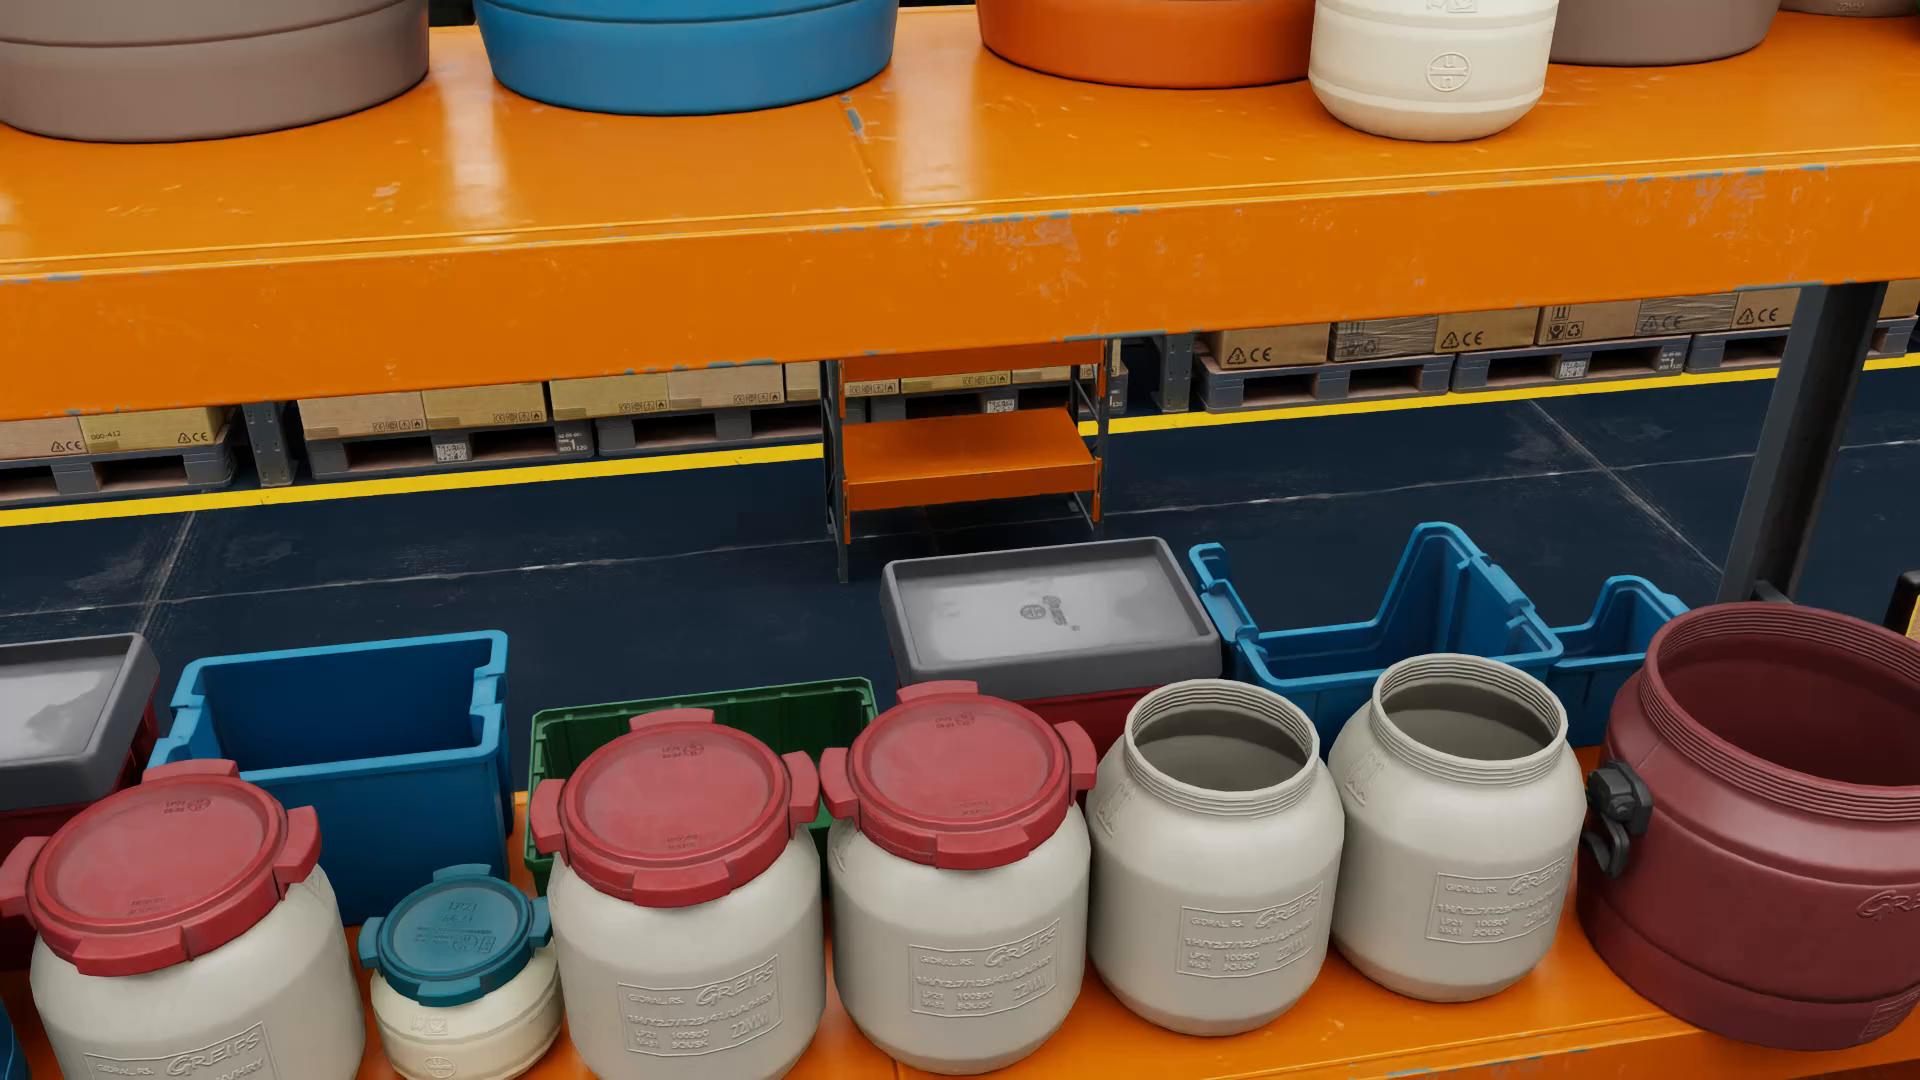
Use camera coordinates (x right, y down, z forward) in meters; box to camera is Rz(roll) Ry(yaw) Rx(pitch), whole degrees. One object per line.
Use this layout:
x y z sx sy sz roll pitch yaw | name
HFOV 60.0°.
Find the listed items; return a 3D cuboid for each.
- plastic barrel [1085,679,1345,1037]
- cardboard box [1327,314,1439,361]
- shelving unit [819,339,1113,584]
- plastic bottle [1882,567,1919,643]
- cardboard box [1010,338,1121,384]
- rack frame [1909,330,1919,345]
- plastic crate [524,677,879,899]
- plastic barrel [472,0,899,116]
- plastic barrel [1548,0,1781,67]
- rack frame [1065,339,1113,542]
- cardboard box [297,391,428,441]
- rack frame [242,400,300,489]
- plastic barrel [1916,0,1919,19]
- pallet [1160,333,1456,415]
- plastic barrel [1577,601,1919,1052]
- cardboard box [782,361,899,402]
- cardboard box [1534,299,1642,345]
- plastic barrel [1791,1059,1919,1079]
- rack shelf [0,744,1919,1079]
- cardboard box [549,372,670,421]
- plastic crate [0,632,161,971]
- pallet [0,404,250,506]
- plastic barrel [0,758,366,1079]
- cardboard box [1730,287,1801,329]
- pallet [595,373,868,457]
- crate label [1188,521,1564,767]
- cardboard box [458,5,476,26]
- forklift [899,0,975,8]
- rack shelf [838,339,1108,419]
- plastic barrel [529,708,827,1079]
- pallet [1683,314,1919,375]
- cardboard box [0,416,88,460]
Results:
0.417 0.530 2.778 0.421 0.512 0.421 0 30 0 | plastic barrel
1.929 -1.192 7.850 0.500 0.500 0.500 -6 31 -11 | cardboard box
0.007 -0.486 6.466 1.048 1.125 0.538 -5 31 -9 | shelving unit
2.126 0.140 3.667 0.133 0.283 0.061 -5 31 -9 | plastic bottle
0.442 -0.956 7.715 0.500 0.250 0.500 -5 31 -8 | cardboard box
4.851 -2.495 8.034 0.127 3.000 1.000 -5 31 -9 | rack frame
-0.468 0.497 3.155 0.662 0.188 0.450 -5 31 -9 | plastic crate
-0.382 -1.078 2.170 0.708 0.901 0.600 -5 31 -9 | plastic barrel
0.958 -1.203 2.382 0.600 0.901 0.600 0 30 0 | plastic barrel
0.507 -0.532 6.545 0.032 1.125 0.500 -5 31 -9 | rack frame
-2.577 -0.674 7.235 0.500 0.250 0.500 -6 31 -10 | cardboard box
-3.019 -1.765 6.792 0.127 3.000 1.000 -5 31 -9 | rack frame
1.571 -0.838 2.410 0.294 0.245 0.294 0 30 0 | plastic barrel
1.657 -0.977 8.204 1.213 0.211 1.003 -5 31 -9 | pallet
1.403 0.475 2.849 0.708 0.536 0.600 -5 31 -9 | plastic barrel
-0.559 -0.863 7.557 0.500 0.250 0.500 -5 31 -8 | cardboard box
2.936 -1.285 8.009 0.500 0.500 0.500 -6 31 -11 | cardboard box
2.283 1.041 3.747 0.708 0.830 0.600 -5 31 -9 | plastic barrel
-0.163 0.833 3.085 4.000 0.370 1.077 -5 31 -9 | rack shelf
-1.565 -0.769 7.396 0.500 0.250 0.500 -6 31 -10 | cardboard box
-1.709 0.481 2.910 0.583 0.464 0.402 -5 31 -9 | plastic crate
-3.808 -0.511 7.411 1.213 0.211 1.003 -5 31 -9 | pallet
-1.149 0.668 2.520 0.433 0.535 0.433 0 30 0 | plastic barrel
3.929 -1.379 8.167 0.500 0.500 0.500 -5 31 -9 | cardboard box
-1.098 -0.763 7.839 1.213 0.211 1.003 -5 31 -9 | pallet
0.779 0.280 3.279 0.616 0.435 0.502 -5 31 -9 | crate label
-3.193 -3.422 11.643 0.500 0.500 0.700 -4 31 -7 | cardboard box
-0.115 -3.553 9.901 1.130 2.935 3.031 13 33 21 | forklift
0.007 -0.738 6.318 1.000 0.278 0.538 -5 31 -9 | rack shelf
-0.428 0.601 2.634 0.433 0.535 0.433 0 30 0 | plastic barrel
4.057 -1.200 8.583 1.213 0.211 1.003 -5 31 -9 | pallet
-3.929 -0.569 7.056 0.500 0.250 0.500 -5 31 -9 | cardboard box
